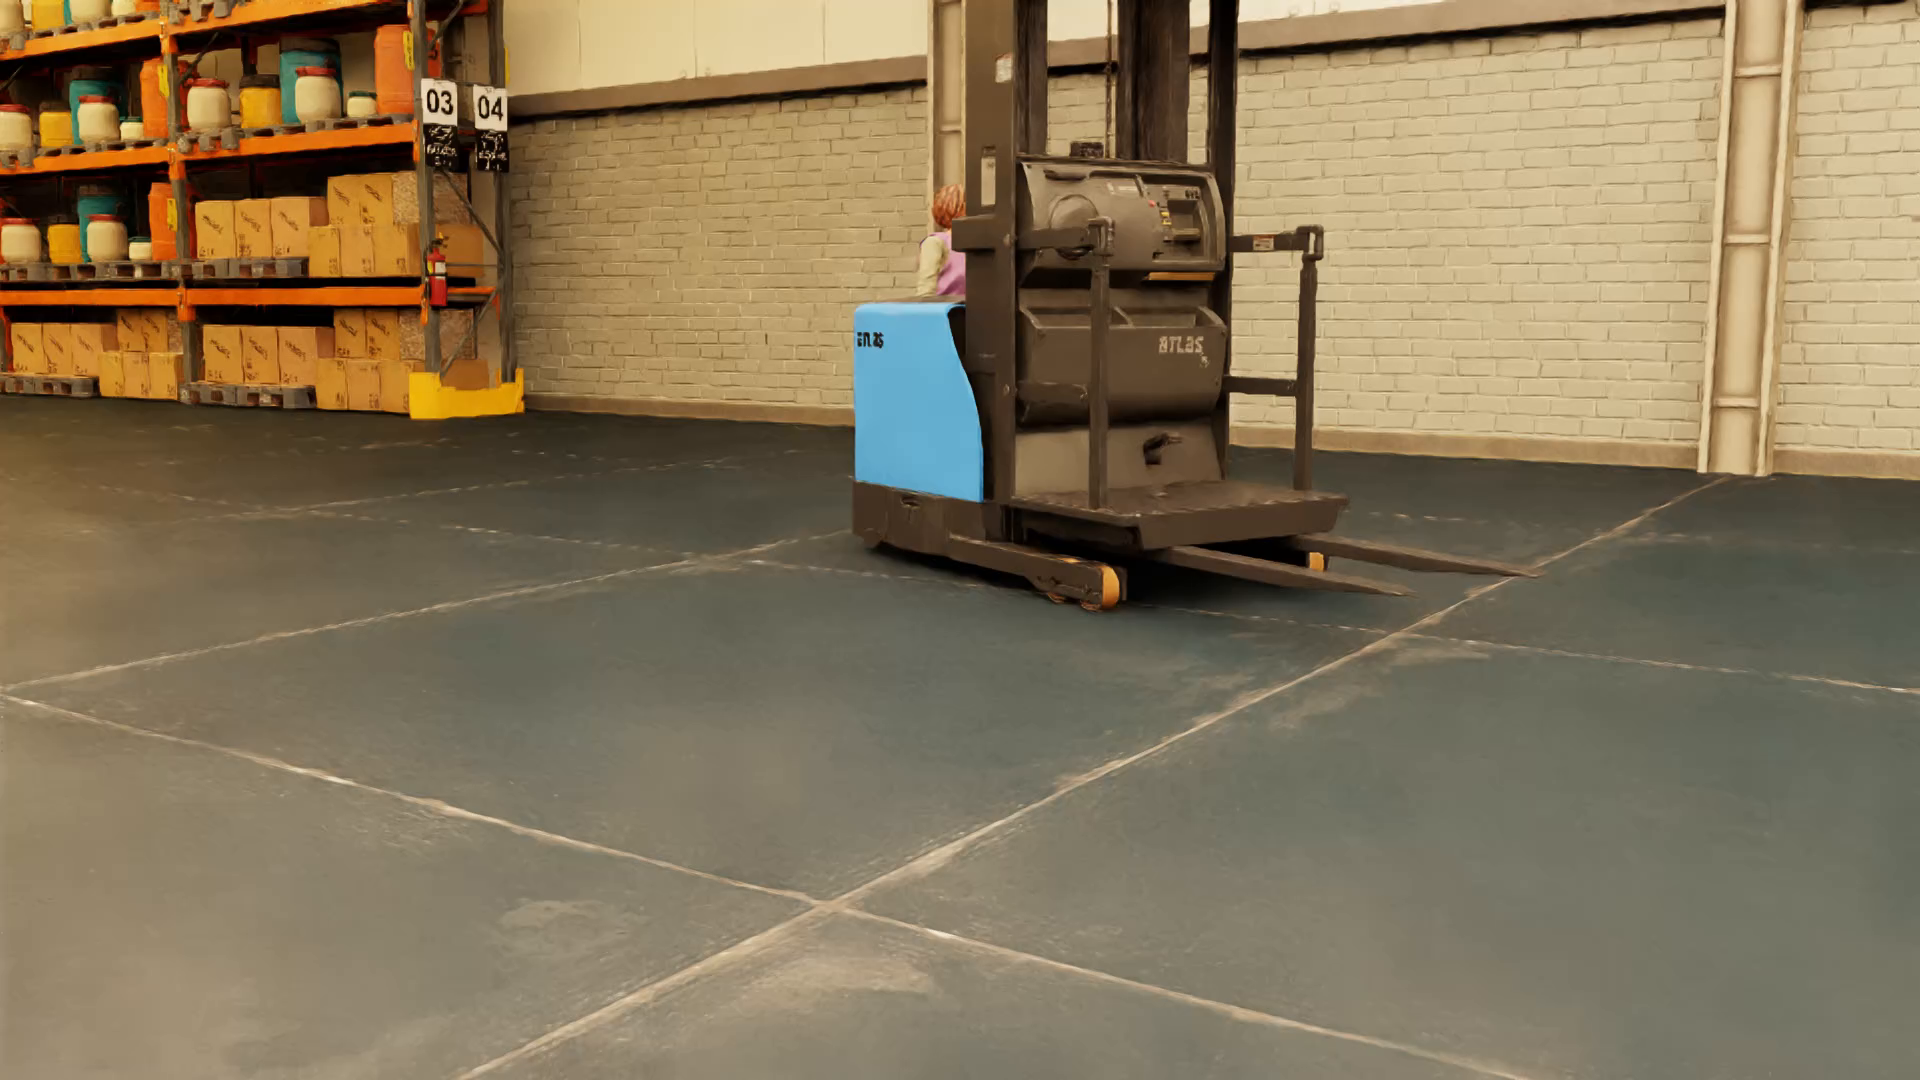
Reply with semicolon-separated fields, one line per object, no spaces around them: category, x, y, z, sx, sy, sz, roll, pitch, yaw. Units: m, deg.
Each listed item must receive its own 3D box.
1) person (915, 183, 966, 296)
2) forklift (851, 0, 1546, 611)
person;0.070;-0.789;7.427;0.507;1.598;0.521;5;10;34
forklift;0.752;-1.276;6.167;1.130;2.935;3.031;-5;10;-33
